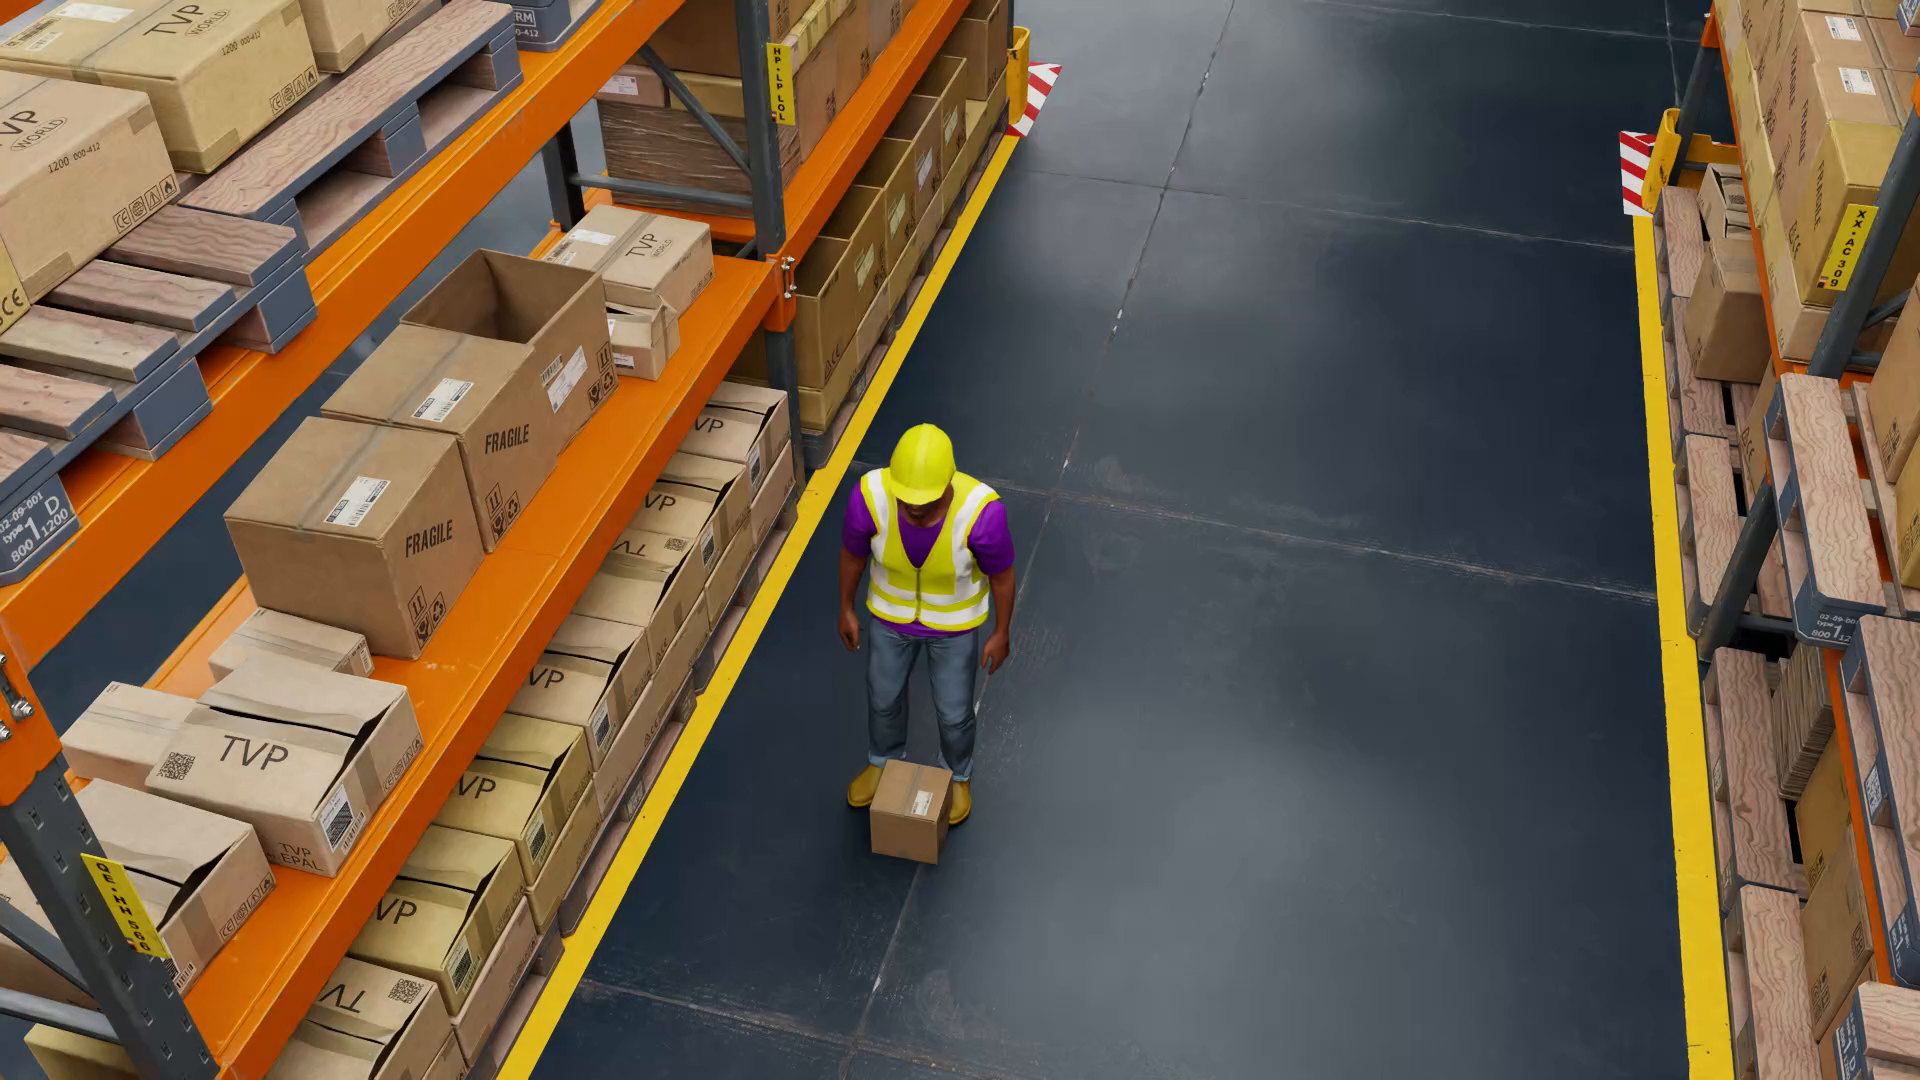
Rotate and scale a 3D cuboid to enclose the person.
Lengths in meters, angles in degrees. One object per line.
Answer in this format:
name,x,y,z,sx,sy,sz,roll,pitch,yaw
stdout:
person,-0.127,0.287,5.812,0.625,1.759,0.463,9,42,10
